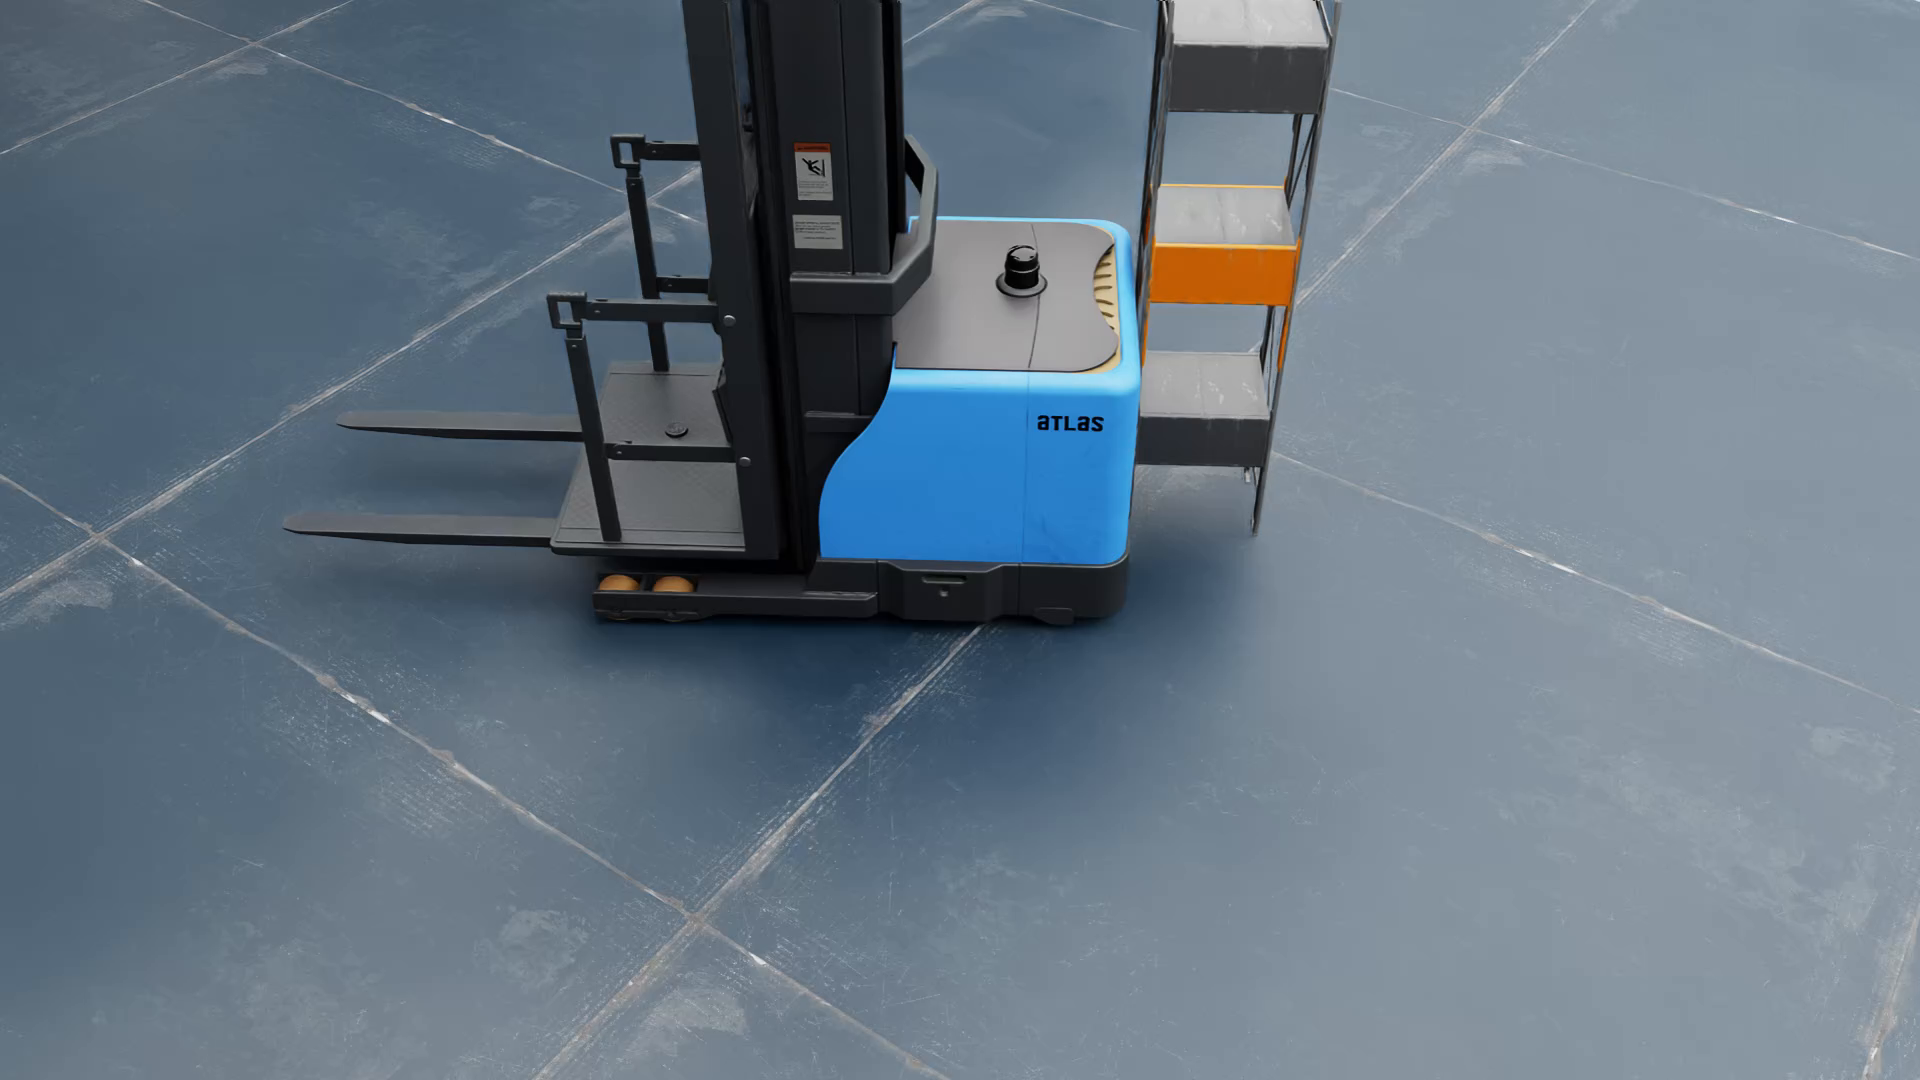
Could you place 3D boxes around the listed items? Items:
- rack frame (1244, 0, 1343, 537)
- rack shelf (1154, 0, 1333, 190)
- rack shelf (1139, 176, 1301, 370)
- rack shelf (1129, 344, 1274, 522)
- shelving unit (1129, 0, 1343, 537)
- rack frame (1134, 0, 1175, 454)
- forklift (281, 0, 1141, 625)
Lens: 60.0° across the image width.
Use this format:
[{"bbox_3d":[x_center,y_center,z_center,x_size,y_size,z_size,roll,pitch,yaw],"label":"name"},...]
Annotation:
[{"bbox_3d":[1.120,-0.927,5.712,0.015,2.100,0.400,2,42,2],"label":"rack frame"},{"bbox_3d":[0.876,-1.445,5.261,0.480,0.518,0.431,2,42,2],"label":"rack shelf"},{"bbox_3d":[0.876,-0.924,5.728,0.480,0.518,0.431,2,42,2],"label":"rack shelf"},{"bbox_3d":[0.876,-0.402,6.195,0.480,0.518,0.431,2,42,2],"label":"rack shelf"},{"bbox_3d":[0.876,-0.934,5.719,0.503,2.100,0.431,2,42,2],"label":"shelving unit"},{"bbox_3d":[0.632,-0.940,5.726,0.015,2.100,0.400,2,42,2],"label":"rack frame"},{"bbox_3d":[-0.911,-1.152,5.340,3.031,2.935,1.130,2,42,2],"label":"forklift"}]
